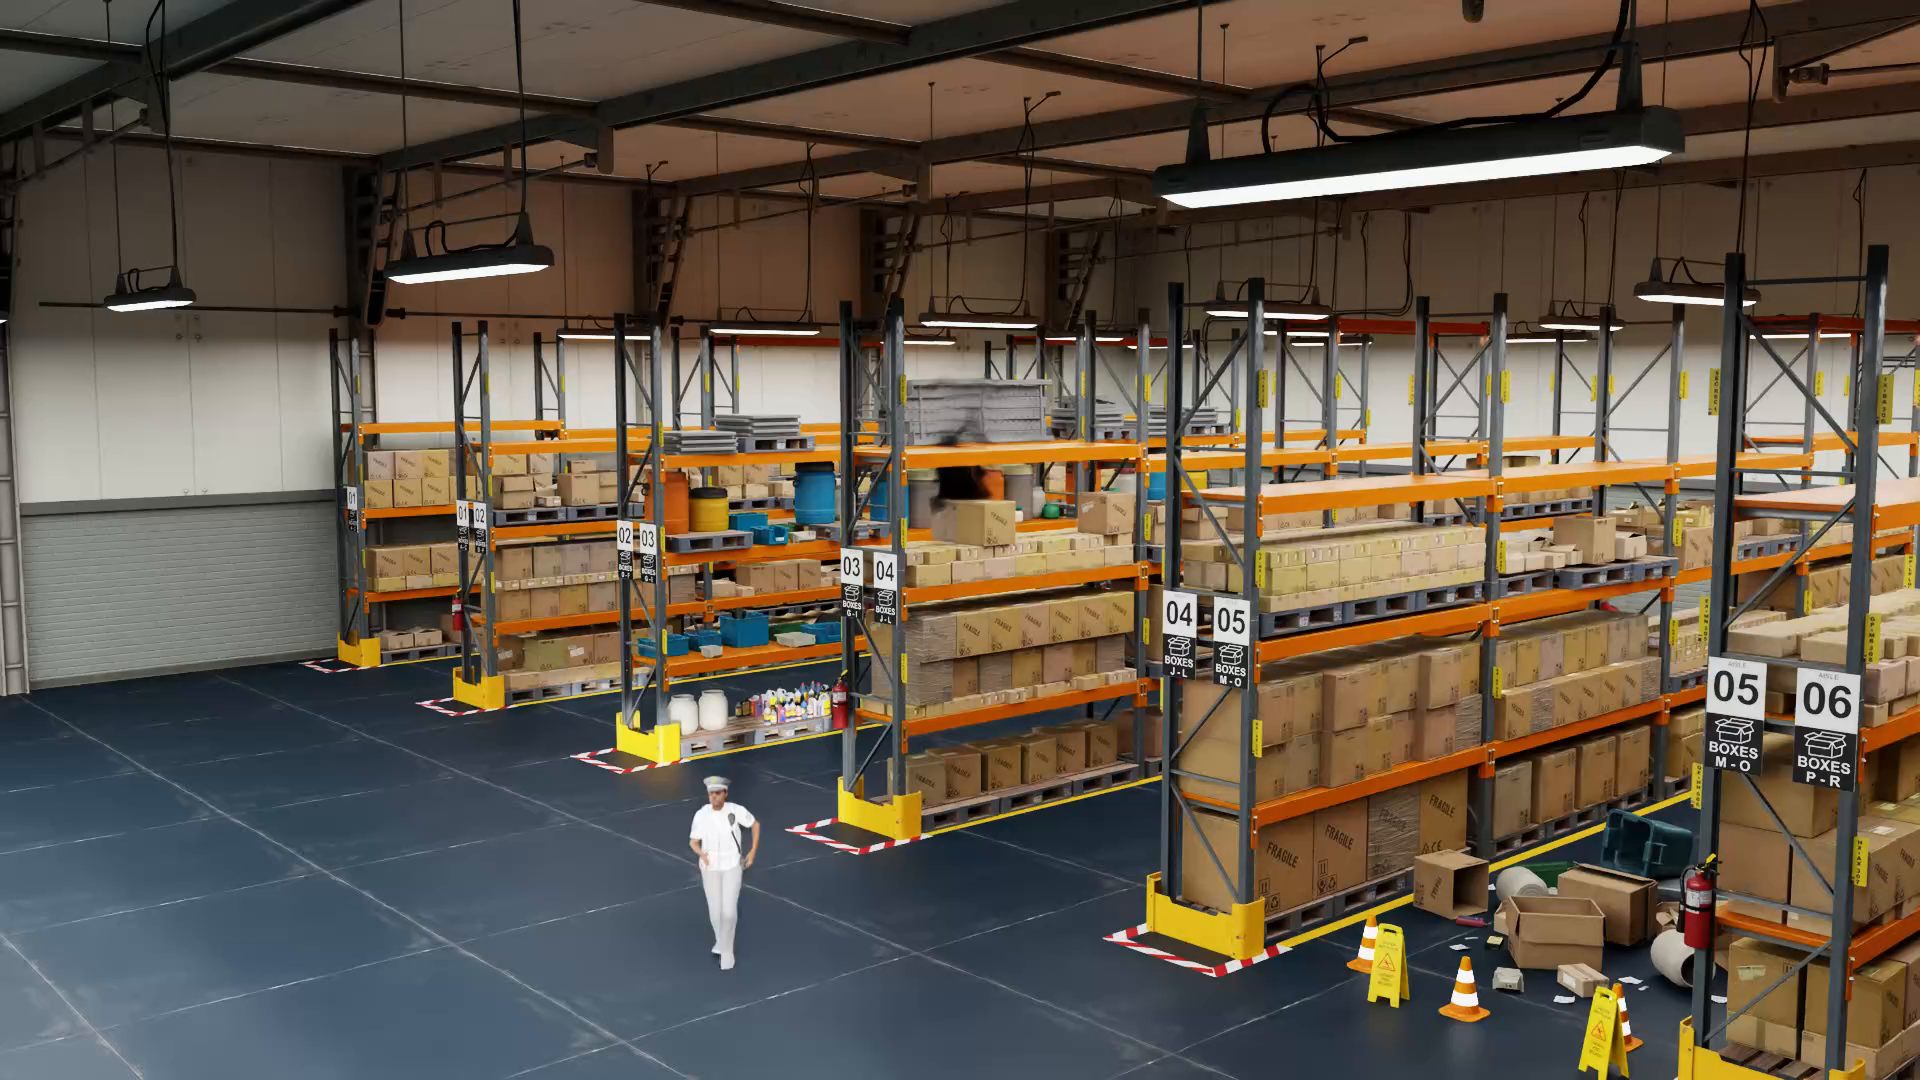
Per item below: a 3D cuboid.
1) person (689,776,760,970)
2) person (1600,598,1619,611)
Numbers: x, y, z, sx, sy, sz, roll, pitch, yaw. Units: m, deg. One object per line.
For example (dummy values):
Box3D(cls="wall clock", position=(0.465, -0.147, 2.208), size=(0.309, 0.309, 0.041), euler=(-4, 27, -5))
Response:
Box3D(cls="person", position=(-2.080, 2.905, 14.610), size=(0.582, 1.707, 0.703), euler=(0, 6, 2))
Box3D(cls="person", position=(10.271, 1.684, 26.626), size=(0.630, 1.799, 0.844), euler=(5, 8, 42))
